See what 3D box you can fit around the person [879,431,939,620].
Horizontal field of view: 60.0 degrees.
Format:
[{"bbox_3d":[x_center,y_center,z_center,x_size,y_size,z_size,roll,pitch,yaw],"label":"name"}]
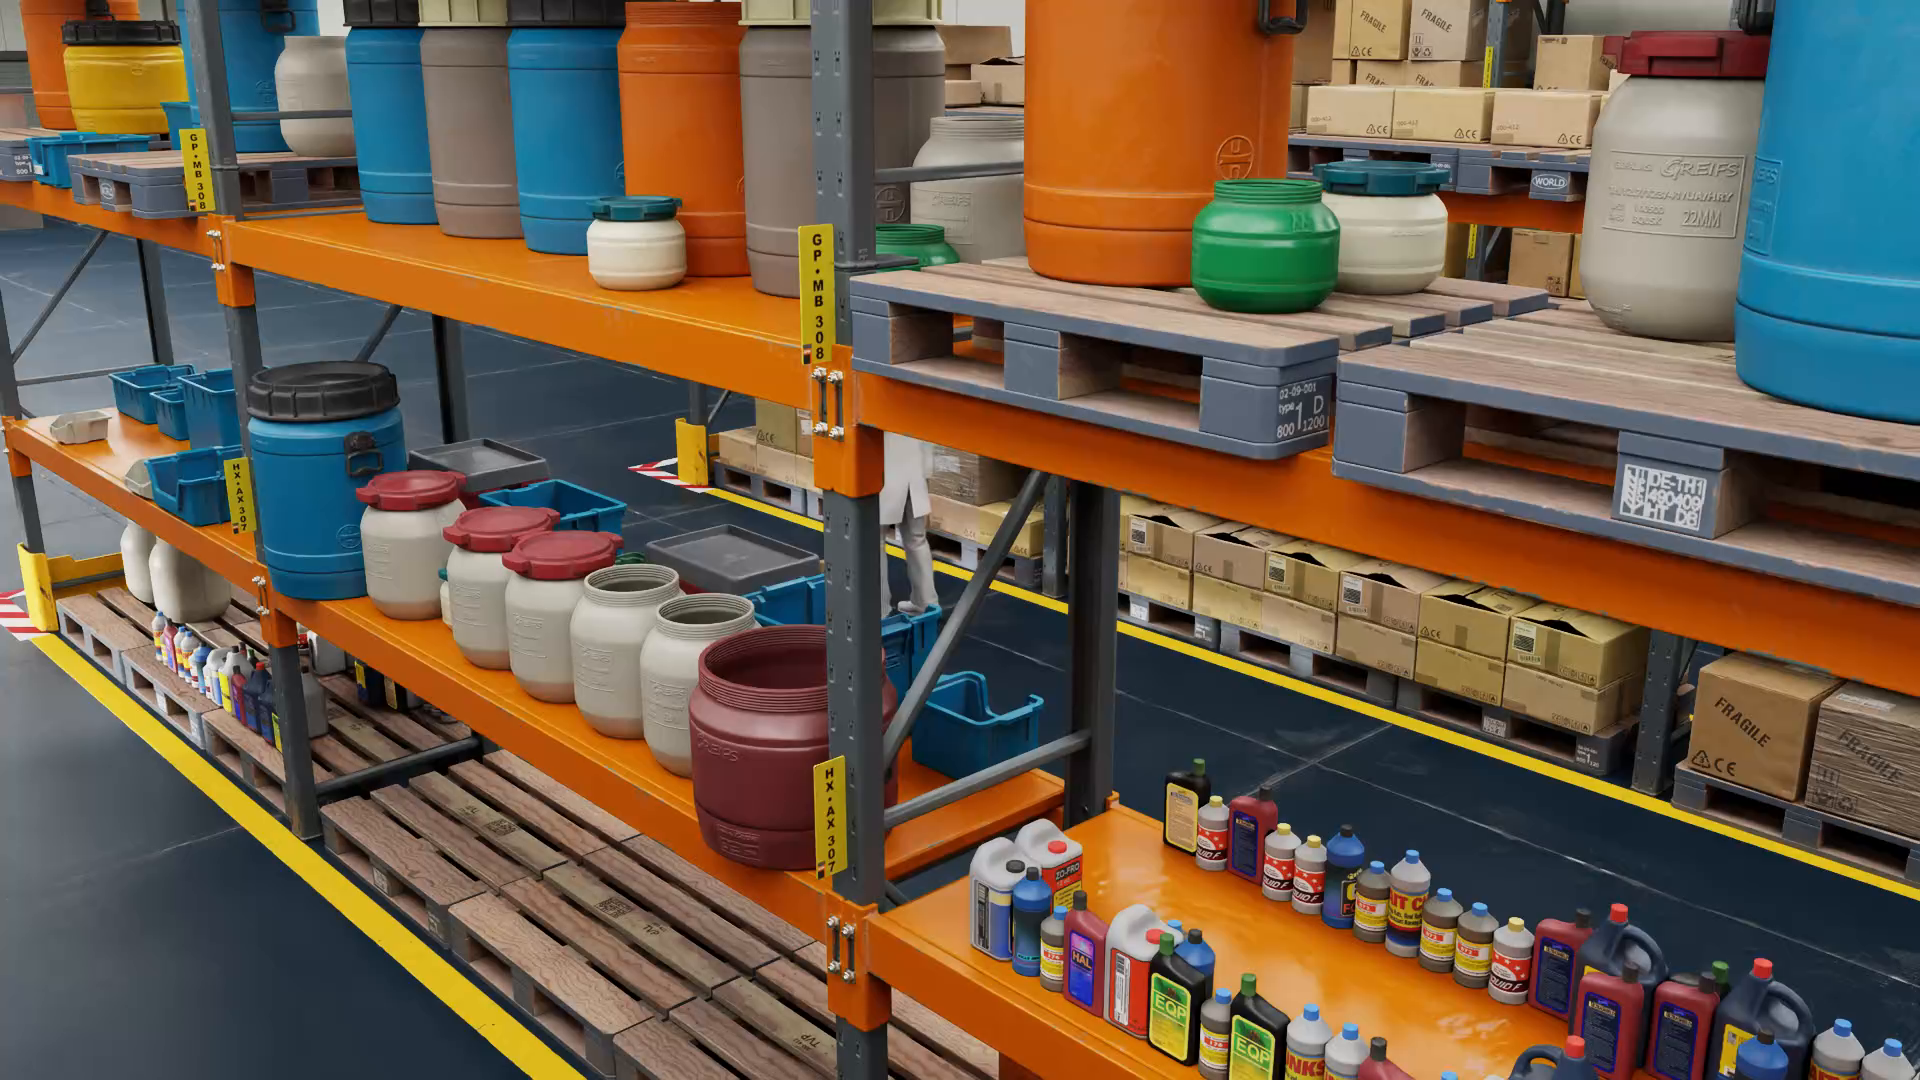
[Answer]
[{"bbox_3d":[-0.431,-0.354,10.252,0.571,1.793,0.533,-14,22,-39],"label":"person"}]
